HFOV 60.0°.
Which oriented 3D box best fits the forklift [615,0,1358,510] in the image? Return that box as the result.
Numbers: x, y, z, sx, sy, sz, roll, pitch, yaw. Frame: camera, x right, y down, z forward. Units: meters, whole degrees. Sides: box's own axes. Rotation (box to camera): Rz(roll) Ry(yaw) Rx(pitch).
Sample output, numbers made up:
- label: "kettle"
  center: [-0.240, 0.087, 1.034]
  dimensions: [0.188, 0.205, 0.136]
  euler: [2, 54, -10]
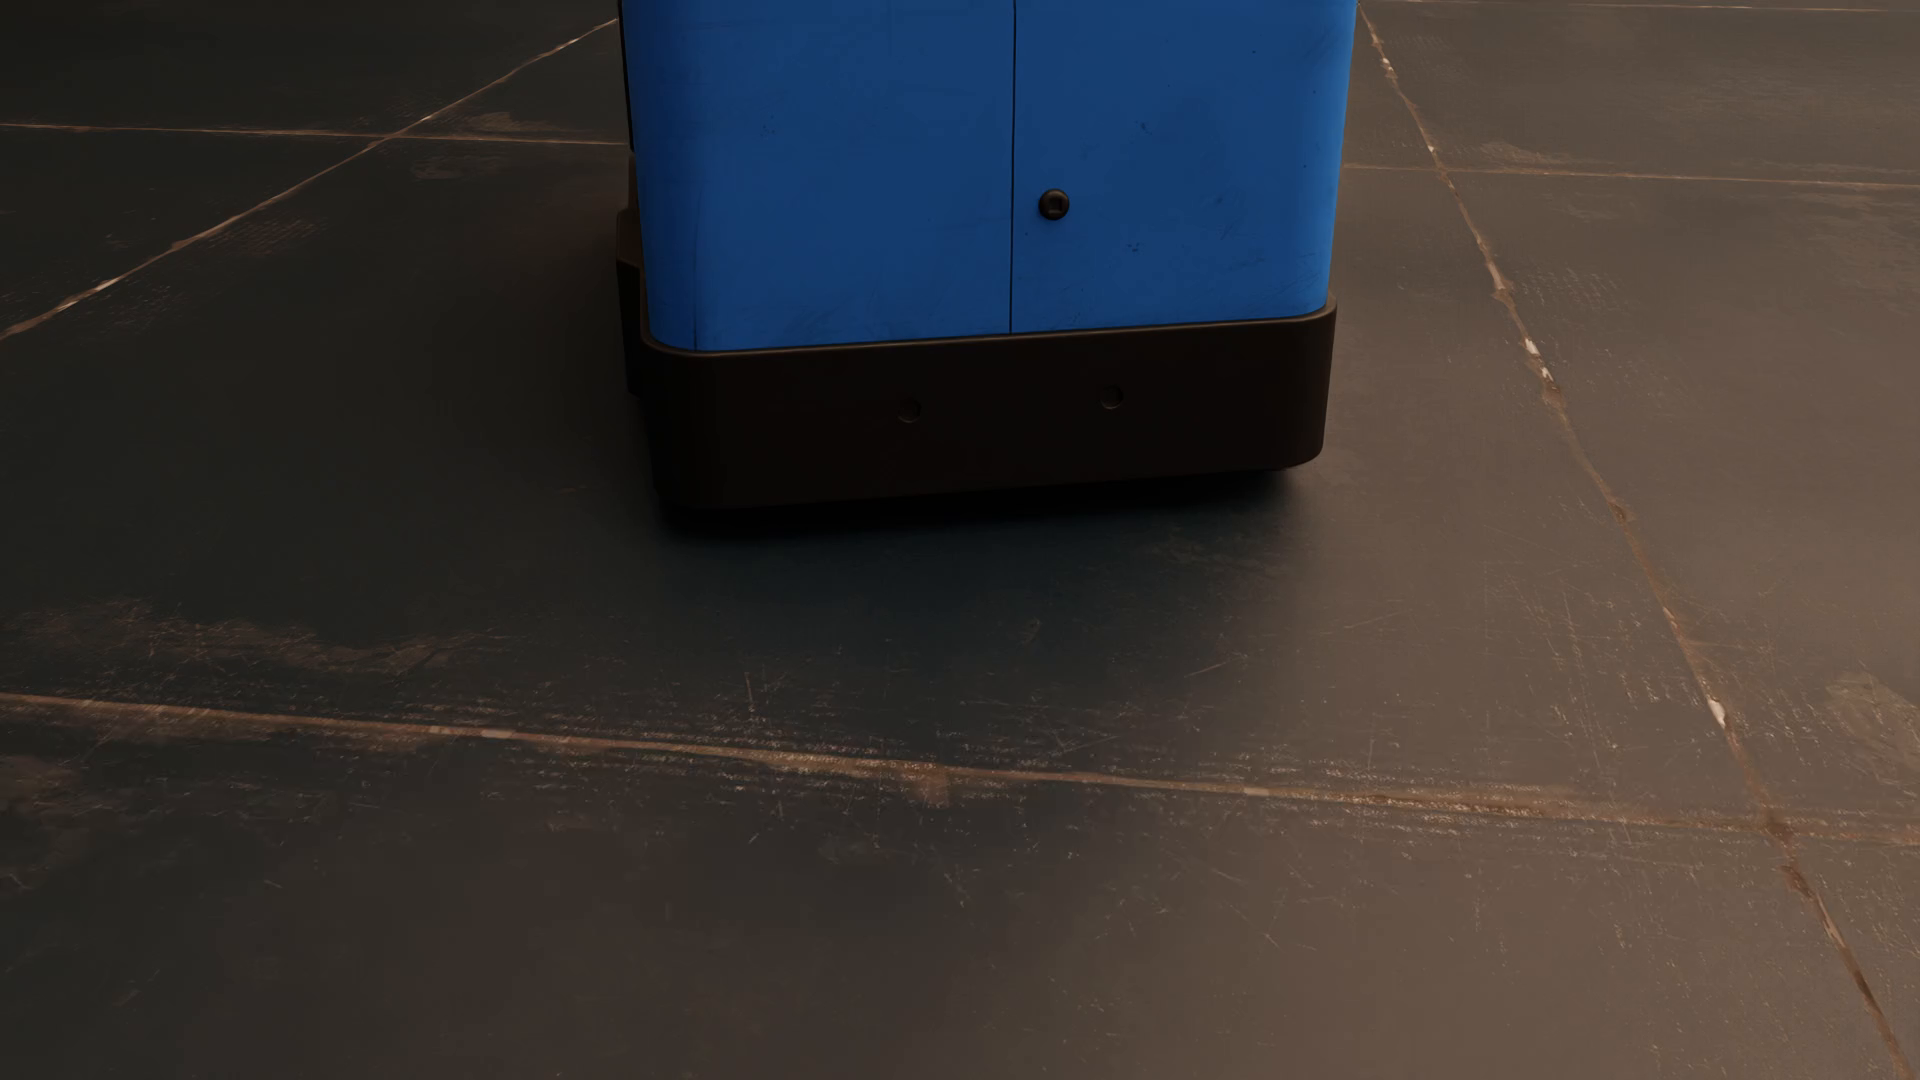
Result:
- label: "forklift"
  center: [-0.187, -1.989, 3.204]
  dimensions: [1.130, 2.935, 3.031]
  euler: [-4, 27, -9]
